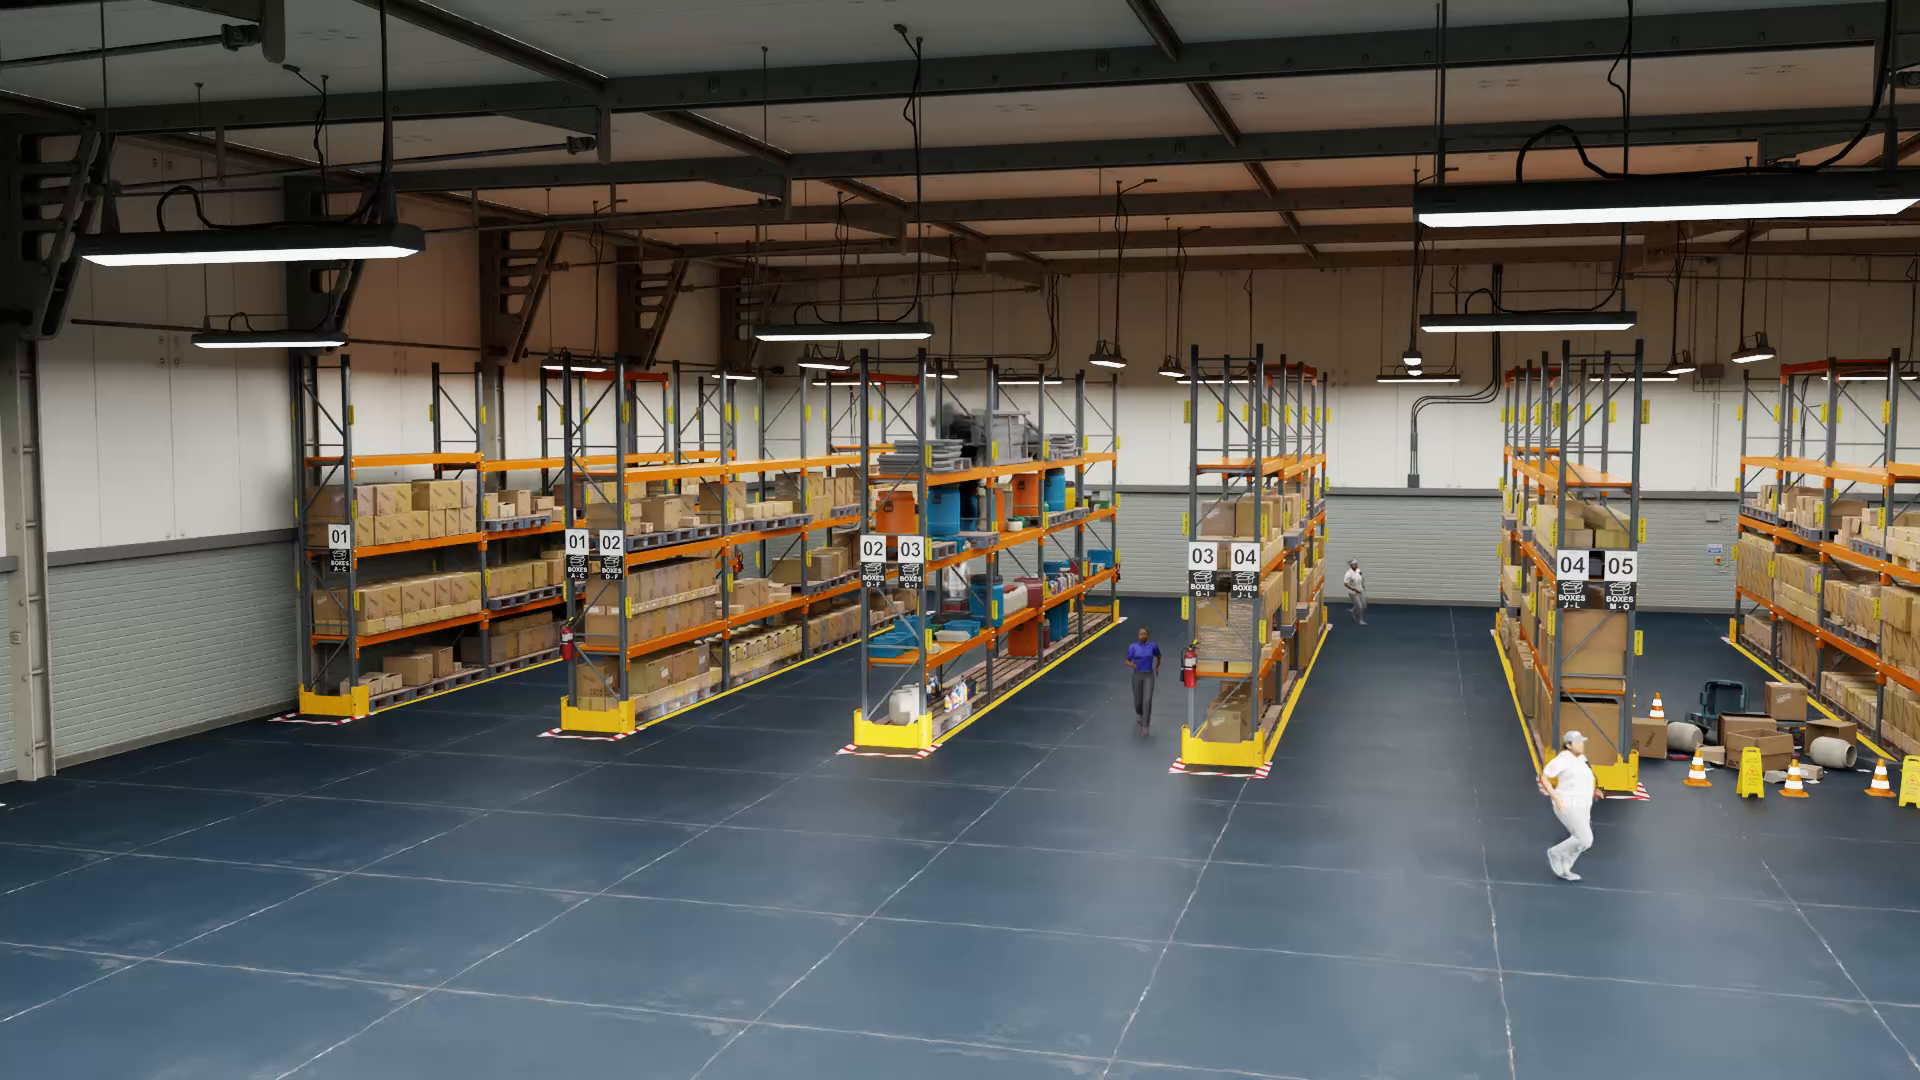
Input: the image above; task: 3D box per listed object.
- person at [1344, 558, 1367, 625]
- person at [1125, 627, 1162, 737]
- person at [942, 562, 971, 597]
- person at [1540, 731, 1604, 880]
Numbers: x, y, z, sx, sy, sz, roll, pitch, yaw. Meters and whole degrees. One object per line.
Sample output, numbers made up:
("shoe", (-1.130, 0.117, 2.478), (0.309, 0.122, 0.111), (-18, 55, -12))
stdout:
("person", (9.412, 1.225, 39.717), (0.649, 1.614, 0.556), (-3, 5, -31))
("person", (2.886, 2.197, 26.205), (0.579, 1.657, 0.923), (0, 4, 6))
("person", (-0.071, 1.183, 39.332), (0.704, 1.778, 0.848), (0, 4, 3))
("person", (6.604, 2.854, 17.804), (0.606, 1.620, 0.556), (-3, 5, -38))
